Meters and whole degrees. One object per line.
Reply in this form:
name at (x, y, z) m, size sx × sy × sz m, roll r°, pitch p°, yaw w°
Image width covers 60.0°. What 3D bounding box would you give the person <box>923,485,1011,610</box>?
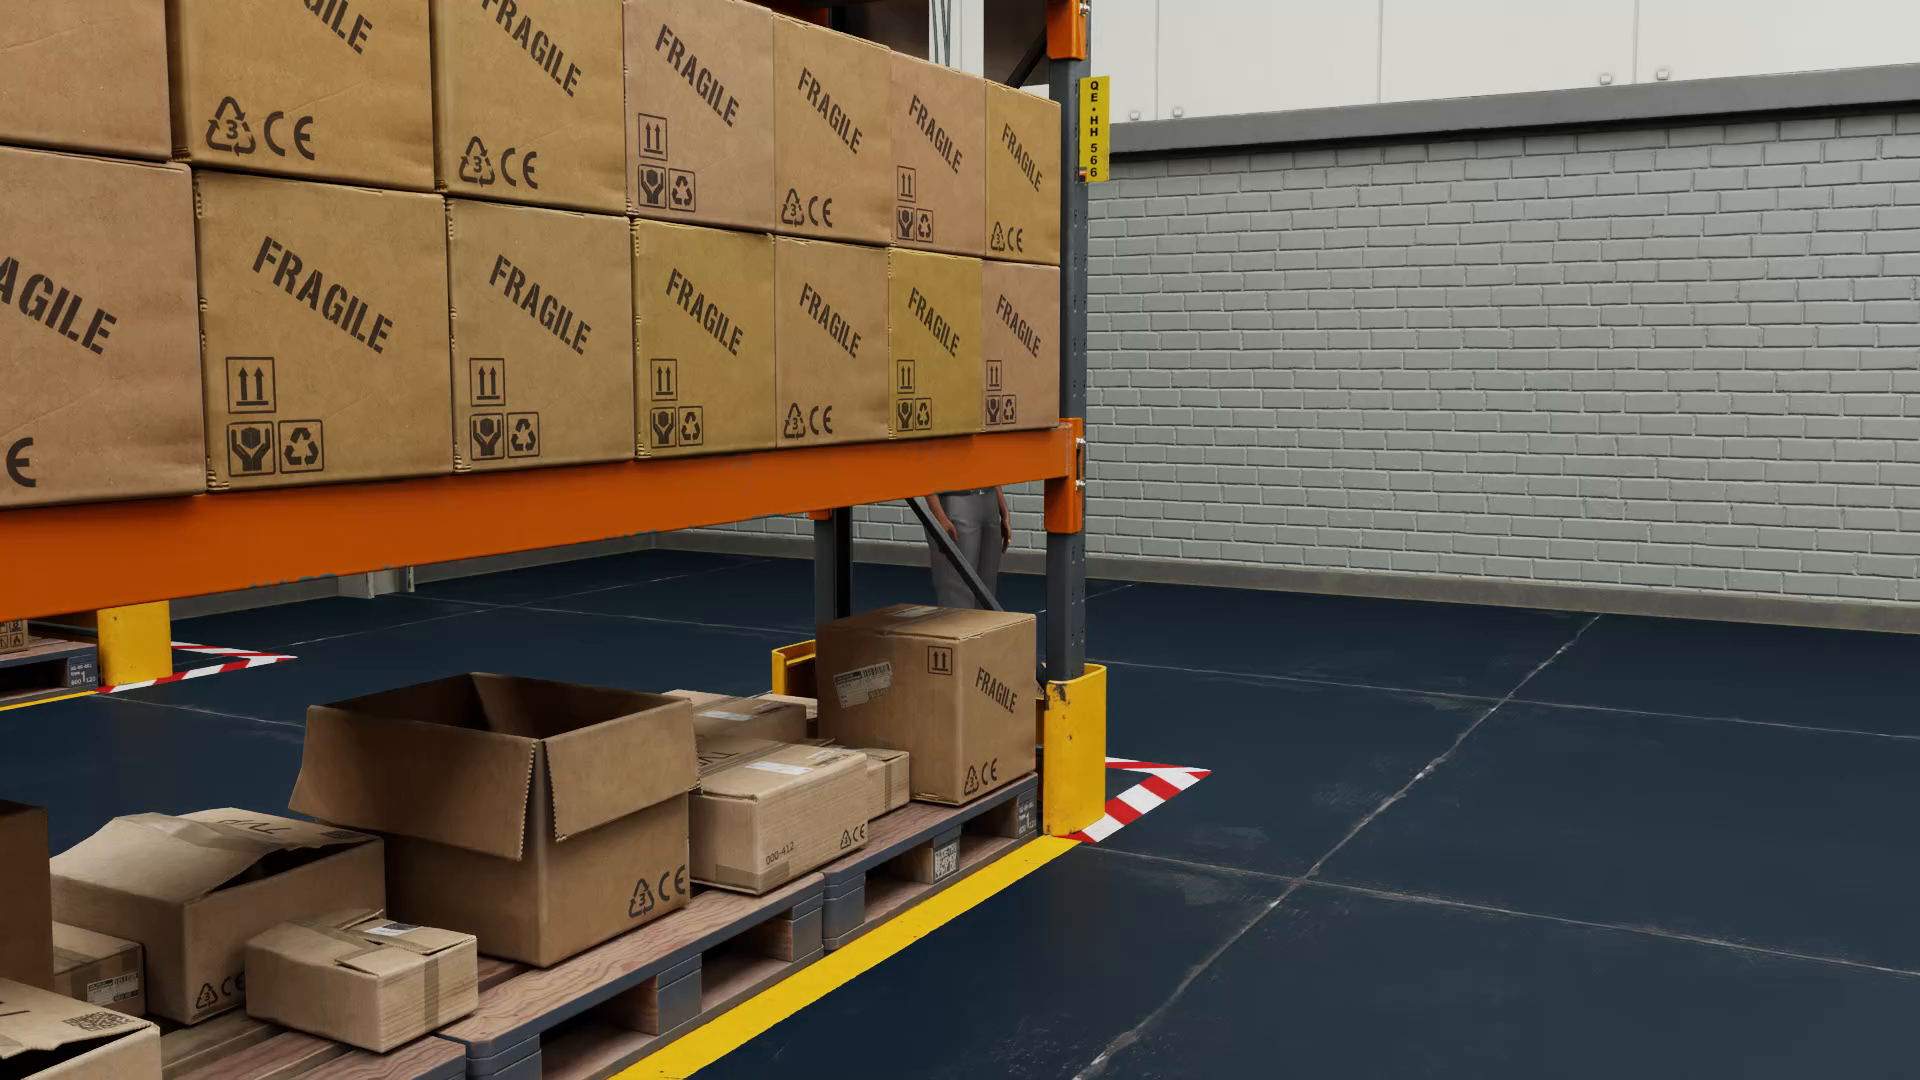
person at (0.080, -0.063, 6.917) m, size 0.503 × 1.656 × 0.570 m, roll 4°, pitch 7°, yaw 34°
